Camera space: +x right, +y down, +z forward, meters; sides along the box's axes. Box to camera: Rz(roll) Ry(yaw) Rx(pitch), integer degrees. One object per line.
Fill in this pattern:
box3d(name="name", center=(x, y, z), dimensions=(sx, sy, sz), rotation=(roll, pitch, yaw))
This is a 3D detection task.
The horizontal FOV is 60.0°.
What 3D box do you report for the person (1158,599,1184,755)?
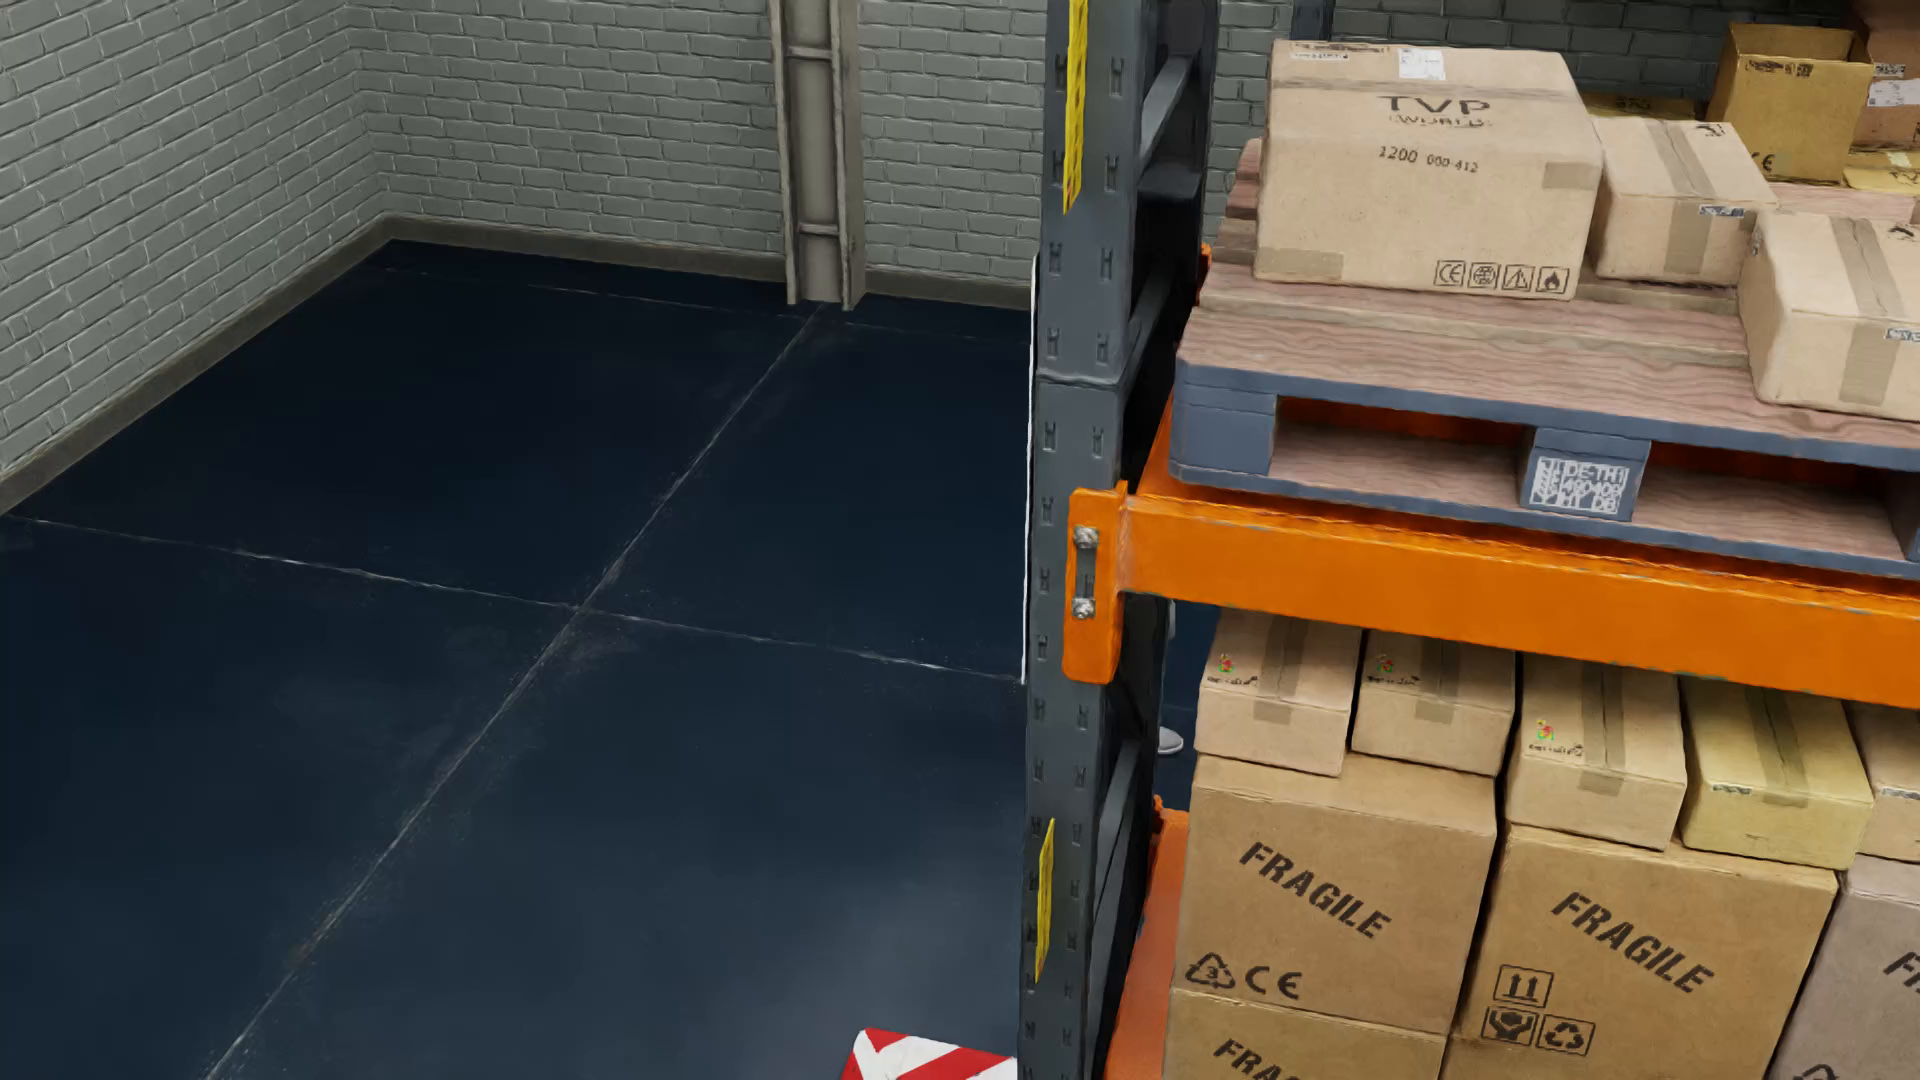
box3d(name="person", center=(0.542, 0.103, 5.963), dimensions=(0.572, 1.651, 0.546), rotation=(17, 37, 24))
